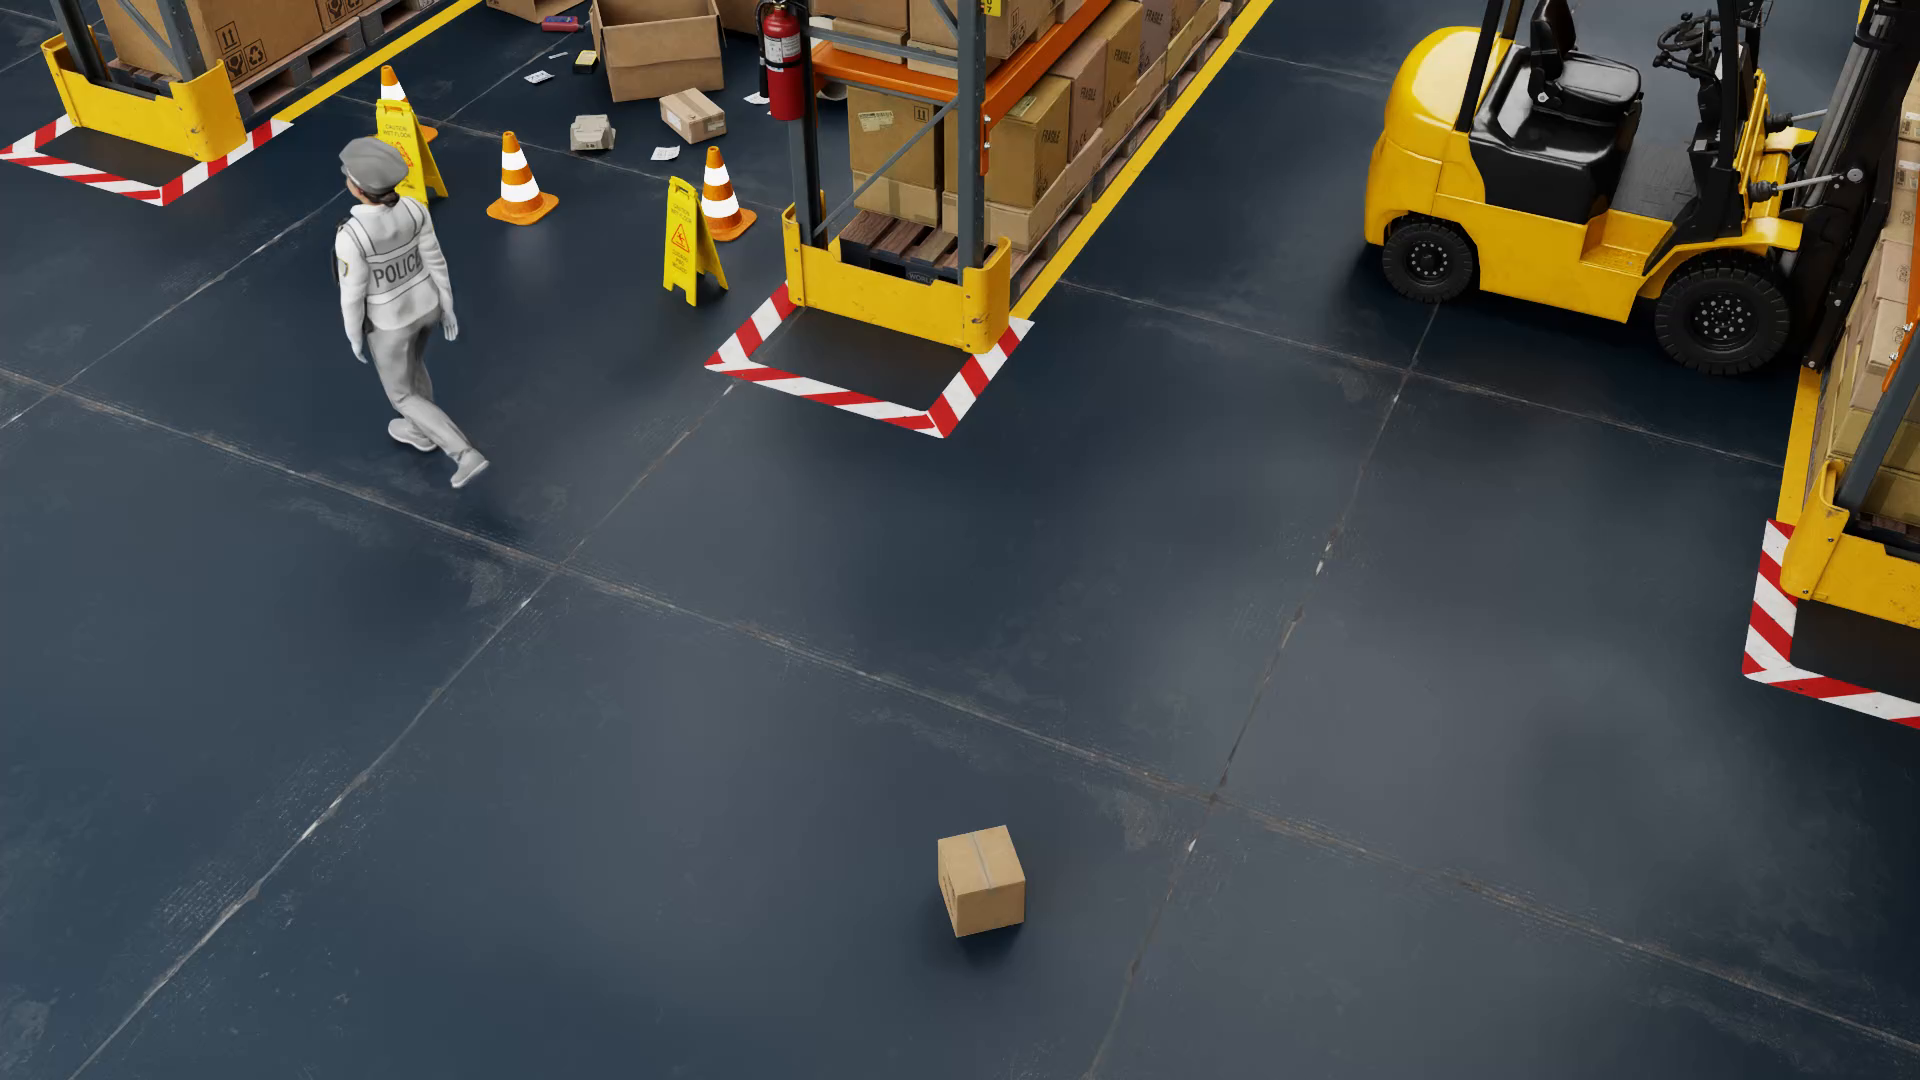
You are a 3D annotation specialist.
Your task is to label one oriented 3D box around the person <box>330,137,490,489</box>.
[{"bbox_3d":[-2.398,-0.954,7.174,0.837,1.659,0.488,25,48,25],"label":"person"}]
